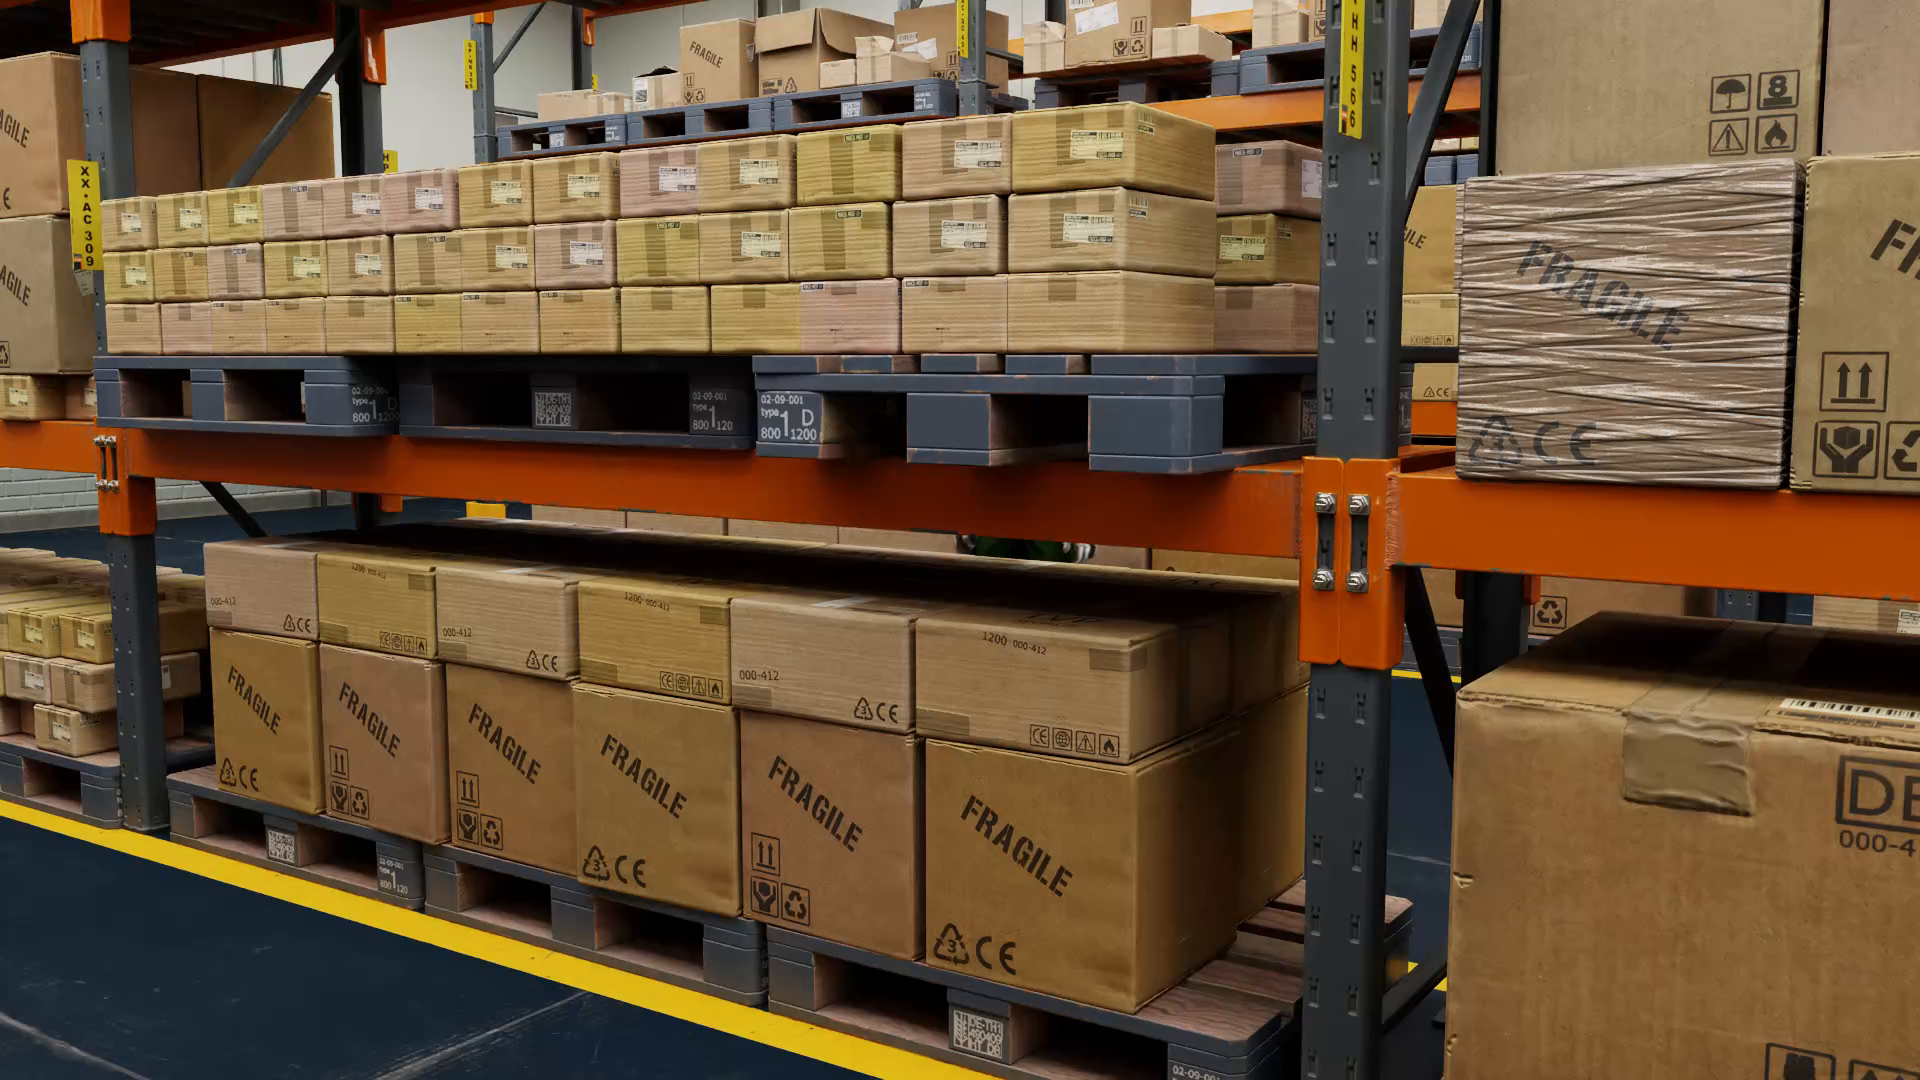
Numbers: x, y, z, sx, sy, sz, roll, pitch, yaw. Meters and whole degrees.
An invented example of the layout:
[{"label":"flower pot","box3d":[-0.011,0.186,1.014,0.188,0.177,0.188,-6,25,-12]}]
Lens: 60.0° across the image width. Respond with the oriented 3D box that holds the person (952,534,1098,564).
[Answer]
[{"label":"person","box3d":[0.246,-0.065,6.255,0.610,1.778,0.449,4,7,31]}]
